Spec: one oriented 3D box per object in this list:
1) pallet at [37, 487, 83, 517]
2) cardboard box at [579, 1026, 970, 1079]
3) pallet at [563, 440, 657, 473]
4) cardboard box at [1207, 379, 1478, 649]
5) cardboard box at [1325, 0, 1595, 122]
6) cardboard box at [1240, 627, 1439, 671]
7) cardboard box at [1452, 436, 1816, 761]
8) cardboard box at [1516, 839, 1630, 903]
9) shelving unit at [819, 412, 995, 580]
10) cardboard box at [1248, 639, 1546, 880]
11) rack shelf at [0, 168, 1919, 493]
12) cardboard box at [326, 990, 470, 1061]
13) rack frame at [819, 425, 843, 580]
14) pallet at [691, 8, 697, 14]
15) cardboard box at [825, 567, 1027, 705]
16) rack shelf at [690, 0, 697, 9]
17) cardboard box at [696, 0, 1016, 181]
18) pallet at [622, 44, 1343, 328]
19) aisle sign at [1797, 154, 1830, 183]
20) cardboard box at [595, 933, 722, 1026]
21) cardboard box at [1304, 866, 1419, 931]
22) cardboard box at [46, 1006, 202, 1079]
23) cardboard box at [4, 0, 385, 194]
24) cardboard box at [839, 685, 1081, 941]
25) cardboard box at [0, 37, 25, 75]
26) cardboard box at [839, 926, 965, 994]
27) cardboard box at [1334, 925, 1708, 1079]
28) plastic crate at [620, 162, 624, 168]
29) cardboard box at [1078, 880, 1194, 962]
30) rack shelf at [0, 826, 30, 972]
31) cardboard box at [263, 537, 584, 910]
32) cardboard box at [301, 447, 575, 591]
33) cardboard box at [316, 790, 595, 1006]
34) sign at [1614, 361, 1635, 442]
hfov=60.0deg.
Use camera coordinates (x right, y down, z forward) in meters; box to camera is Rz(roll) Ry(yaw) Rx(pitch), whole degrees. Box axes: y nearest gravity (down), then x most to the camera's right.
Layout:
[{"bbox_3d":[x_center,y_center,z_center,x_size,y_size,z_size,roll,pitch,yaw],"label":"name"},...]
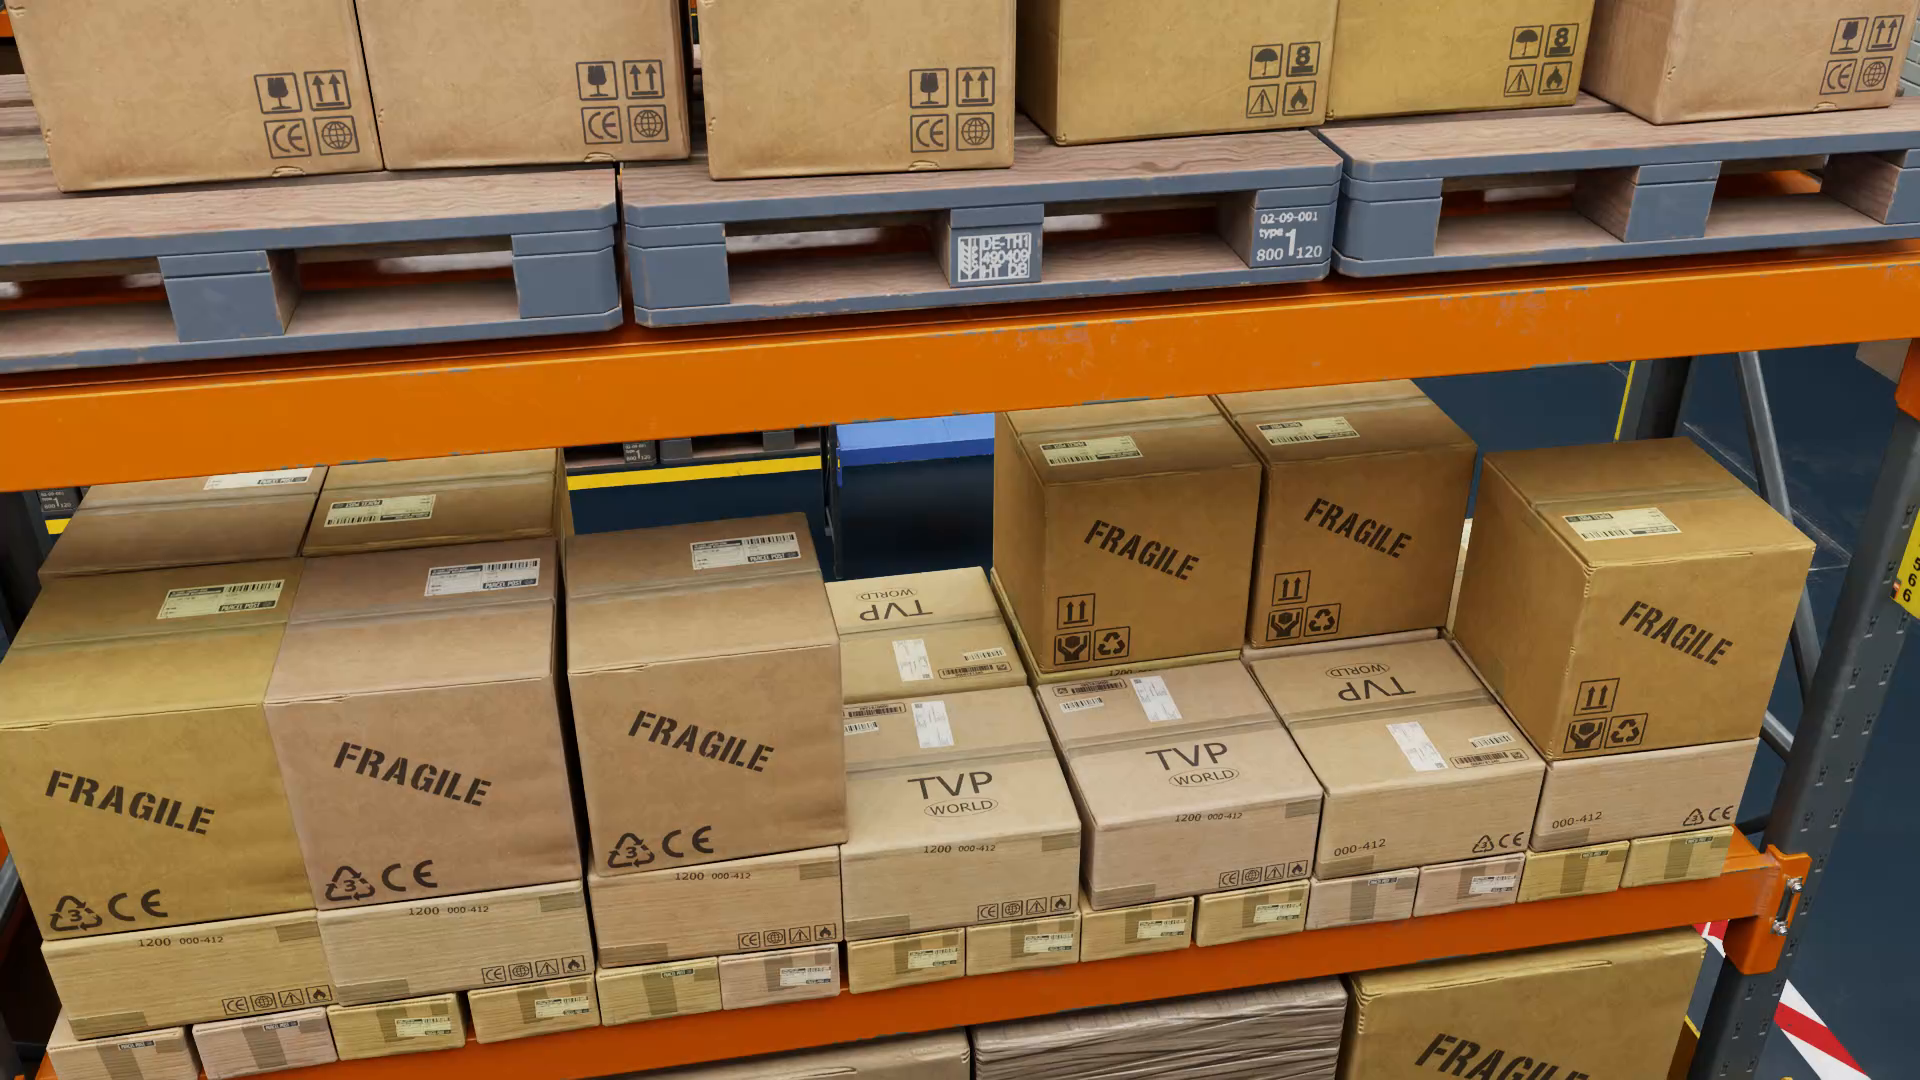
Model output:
[{"bbox_3d":[-4.895,-0.409,8.237,1.213,0.211,1.003,-5,31,-9],"label":"pallet"},{"bbox_3d":[-0.485,1.328,4.214,0.875,0.875,0.875,-5,31,-9],"label":"cardboard box"},{"bbox_3d":[-2.210,-0.658,8.661,1.213,0.211,1.003,-5,31,-9],"label":"pallet"},{"bbox_3d":[0.888,-0.101,4.078,0.500,0.500,0.500,-6,31,-10],"label":"cardboard box"},{"bbox_3d":[0.824,-1.164,3.200,0.500,0.500,0.700,-6,31,-11],"label":"cardboard box"},{"bbox_3d":[0.870,0.227,4.259,0.500,0.250,0.500,-6,31,-10],"label":"cardboard box"},{"bbox_3d":[1.469,0.119,3.703,0.500,0.500,0.500,-5,31,-8],"label":"cardboard box"},{"bbox_3d":[1.354,0.660,3.916,0.250,0.149,0.380,-5,31,-8],"label":"cardboard box"},{"bbox_3d":[-0.084,-0.639,7.357,1.048,1.500,0.538,-5,31,-9],"label":"shelving unit"},{"bbox_3d":[0.973,0.490,3.813,0.500,0.250,0.500,-6,31,-10],"label":"cardboard box"},{"bbox_3d":[-0.067,-0.470,3.340,4.000,0.370,1.077,-5,31,-9],"label":"rack shelf"},{"bbox_3d":[-1.166,0.895,3.517,0.250,0.149,0.380,-4,31,-7],"label":"cardboard box"},{"bbox_3d":[-0.584,-0.592,7.278,0.032,1.500,0.500,-5,31,-9],"label":"rack frame"},{"bbox_3d":[-2.746,-5.655,17.158,1.213,0.211,1.003,-5,31,-9],"label":"pallet"},{"bbox_3d":[-0.137,0.321,4.099,0.500,0.250,0.500,-6,31,-10],"label":"cardboard box"},{"bbox_3d":[-1.847,-4.116,12.501,4.000,0.370,1.077,-5,31,-9],"label":"rack shelf"},{"bbox_3d":[-0.205,-0.990,2.903,0.500,0.500,0.700,-4,31,-7],"label":"cardboard box"},{"bbox_3d":[-0.030,-0.738,3.174,1.213,0.211,1.003,-5,31,-9],"label":"pallet"},{"bbox_3d":[1.918,-0.946,3.835,0.004,0.787,0.394,-5,31,-9],"label":"aisle sign"},{"bbox_3d":[-0.656,0.846,3.599,0.250,0.149,0.380,-6,31,-10],"label":"cardboard box"},{"bbox_3d":[0.860,0.705,3.840,0.250,0.149,0.380,-5,31,-8],"label":"cardboard box"},{"bbox_3d":[-1.683,0.943,3.435,0.250,0.149,0.380,-5,31,-9],"label":"cardboard box"},{"bbox_3d":[-1.275,-0.966,2.862,0.500,0.500,0.700,-7,31,-12],"label":"cardboard box"},{"bbox_3d":[-0.039,0.586,3.649,0.500,0.250,0.500,-5,31,-9],"label":"cardboard box"},{"bbox_3d":[-6.817,-3.524,12.075,0.500,0.250,0.500,-4,31,-7],"label":"cardboard box"},{"bbox_3d":[-0.150,0.800,3.678,0.250,0.149,0.380,-6,31,-10],"label":"cardboard box"},{"bbox_3d":[1.286,1.164,4.493,0.875,0.875,0.875,-5,31,-9],"label":"cardboard box"},{"bbox_3d":[-1.391,-1.796,7.903,0.530,0.282,0.437,-5,31,-9],"label":"plastic crate"},{"bbox_3d":[0.350,0.754,3.757,0.250,0.149,0.380,-5,31,-9],"label":"cardboard box"},{"bbox_3d":[-4.001,1.188,3.479,4.000,0.370,1.077,-5,31,-9],"label":"rack shelf"},{"bbox_3d":[-1.031,0.352,3.307,0.500,0.500,0.500,-5,31,-9],"label":"cardboard box"},{"bbox_3d":[-1.136,0.090,3.752,0.500,0.500,0.500,-5,31,-8],"label":"cardboard box"},{"bbox_3d":[-1.034,0.677,3.494,0.500,0.250,0.500,-5,31,-9],"label":"cardboard box"},{"bbox_3d":[1.807,-0.354,4.460,0.005,0.325,0.100,-5,31,-9],"label":"sign"}]
